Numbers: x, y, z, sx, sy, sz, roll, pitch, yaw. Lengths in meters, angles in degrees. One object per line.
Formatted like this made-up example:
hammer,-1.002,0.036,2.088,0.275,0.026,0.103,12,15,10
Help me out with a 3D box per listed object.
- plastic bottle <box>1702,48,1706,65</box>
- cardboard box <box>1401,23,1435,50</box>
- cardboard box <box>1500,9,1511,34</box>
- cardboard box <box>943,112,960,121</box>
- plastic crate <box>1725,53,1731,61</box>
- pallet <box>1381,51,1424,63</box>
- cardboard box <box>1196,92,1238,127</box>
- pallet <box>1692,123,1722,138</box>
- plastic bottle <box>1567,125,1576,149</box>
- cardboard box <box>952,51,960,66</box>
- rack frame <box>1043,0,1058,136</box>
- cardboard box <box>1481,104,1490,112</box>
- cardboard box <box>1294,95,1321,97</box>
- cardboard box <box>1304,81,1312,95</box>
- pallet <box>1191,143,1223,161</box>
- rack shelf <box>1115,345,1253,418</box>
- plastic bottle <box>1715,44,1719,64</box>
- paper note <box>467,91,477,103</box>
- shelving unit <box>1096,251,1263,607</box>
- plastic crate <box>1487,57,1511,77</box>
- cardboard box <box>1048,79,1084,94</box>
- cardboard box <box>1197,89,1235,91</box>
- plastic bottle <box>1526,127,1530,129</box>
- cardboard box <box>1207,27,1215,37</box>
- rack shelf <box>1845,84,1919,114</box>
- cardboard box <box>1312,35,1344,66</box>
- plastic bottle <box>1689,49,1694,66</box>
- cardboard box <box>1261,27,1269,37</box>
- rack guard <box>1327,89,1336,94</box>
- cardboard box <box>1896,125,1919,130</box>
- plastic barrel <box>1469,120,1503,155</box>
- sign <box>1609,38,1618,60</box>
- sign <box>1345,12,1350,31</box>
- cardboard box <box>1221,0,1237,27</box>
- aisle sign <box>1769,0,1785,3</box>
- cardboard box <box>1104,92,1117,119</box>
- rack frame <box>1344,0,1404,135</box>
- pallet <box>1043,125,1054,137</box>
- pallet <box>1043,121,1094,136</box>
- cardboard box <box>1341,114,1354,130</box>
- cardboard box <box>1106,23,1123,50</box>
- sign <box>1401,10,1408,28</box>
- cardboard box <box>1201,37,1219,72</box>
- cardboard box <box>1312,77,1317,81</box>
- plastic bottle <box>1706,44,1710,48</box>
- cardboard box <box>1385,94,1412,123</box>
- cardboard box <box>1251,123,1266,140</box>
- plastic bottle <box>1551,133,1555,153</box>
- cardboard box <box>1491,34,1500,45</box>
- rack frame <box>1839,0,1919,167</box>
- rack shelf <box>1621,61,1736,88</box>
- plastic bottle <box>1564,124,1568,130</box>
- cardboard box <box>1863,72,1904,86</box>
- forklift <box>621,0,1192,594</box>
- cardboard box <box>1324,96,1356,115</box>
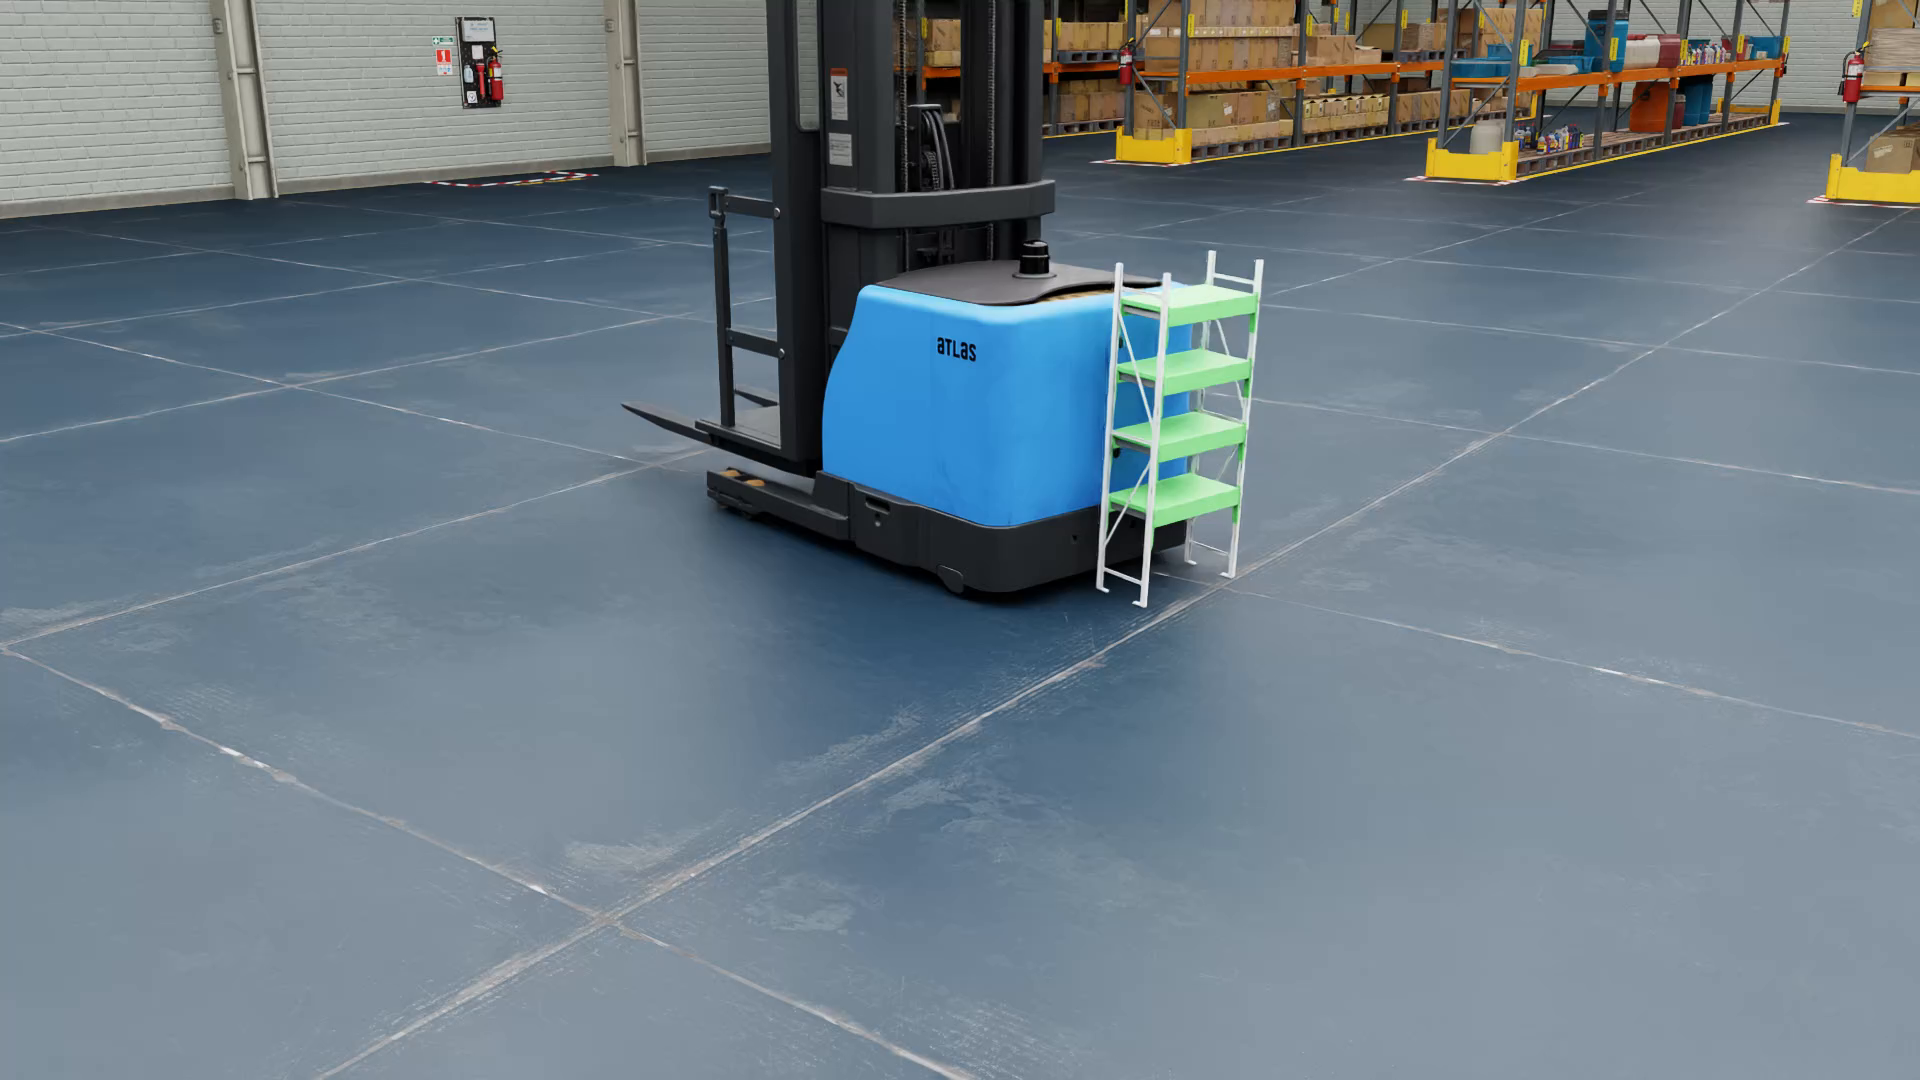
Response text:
plastic bottle,13.266,-8.629,29.669,0.061,0.283,0.133,12,21,35
cardboard box,8.703,-9.719,32.106,0.500,0.500,0.700,-15,23,-40
cardboard box,11.223,-10.902,34.939,0.500,0.500,0.500,12,21,33
cardboard box,-0.203,-7.296,28.973,0.500,0.311,0.500,15,22,39
plastic crate,14.471,-9.181,31.595,0.396,0.136,0.243,12,21,35
pallet,8.067,-9.199,31.631,1.213,0.211,1.003,12,21,35
cardboard box,4.035,-6.786,26.202,0.500,0.500,0.500,12,21,35
pallet,13.586,-7.685,31.135,1.003,0.211,1.213,12,21,35
plastic bottle,9.046,-5.983,24.676,0.144,0.351,0.185,11,20,32
cardboard box,-0.184,-8.210,28.343,0.500,0.250,0.500,12,21,33
rack frame,1.356,-9.038,30.791,1.000,3.000,0.127,12,21,35
cardboard box,11.034,-9.196,35.334,0.380,0.166,0.250,12,21,35
cardboard box,6.254,-7.829,29.879,0.500,0.311,0.500,12,21,34
cardboard box,7.871,-10.600,39.326,0.700,0.500,0.500,12,21,35
pallet,3.375,-6.069,25.931,1.003,0.211,1.213,12,21,35
rack shelf,0.793,-0.571,5.947,0.480,0.148,0.258,-15,25,-39
plastic bottle,13.794,-8.893,30.406,0.144,0.351,0.185,12,21,35
paper note,-6.544,-5.944,22.311,0.016,0.148,0.142,12,21,35
shelving unit,0.787,-0.405,6.005,0.503,1.200,0.258,-15,25,-39
plastic crate,7.378,-6.590,23.157,0.499,0.251,0.408,12,21,35
cardboard box,2.041,-8.697,31.899,0.500,0.250,0.500,12,21,34
cardboard box,4.213,-7.116,27.265,0.500,0.500,0.500,12,21,35
plastic bottle,8.600,-6.117,25.234,0.152,0.276,0.135,13,22,37
cardboard box,3.665,-7.747,25.369,0.380,0.149,0.250,13,21,35
rack shelf,12.098,-5.593,20.908,1.077,0.370,4.000,12,21,35
cardboard box,6.419,-8.636,29.328,0.500,0.500,0.500,12,21,35
plastic bottle,12.743,-8.420,28.996,0.061,0.283,0.133,12,21,35
cardboard box,4.739,-8.177,26.754,0.380,0.149,0.250,12,21,34
rack guard,8.520,-10.708,40.384,1.175,0.500,0.348,12,21,35
cardboard box,12.684,-5.193,21.916,0.500,0.500,0.500,-12,21,-33
plastic barrel,7.260,-5.518,22.941,0.421,0.512,0.421,0,17,0
sign,9.747,-7.320,24.791,0.100,0.325,0.005,12,21,35
sign,7.278,-9.725,31.185,0.100,0.325,0.005,12,21,35
cardboard box,3.882,-8.246,25.885,0.700,0.500,0.500,13,21,35
aisle sign,16.740,-11.353,33.860,0.394,0.787,0.004,12,21,35
cardboard box,2.678,-8.601,32.857,0.700,0.500,0.500,12,21,34
rack frame,7.720,-9.117,31.043,1.000,3.000,0.127,12,21,35
pallet,0.984,-7.540,30.670,1.003,0.211,1.213,12,21,35
pallet,1.818,-7.892,31.803,1.003,0.211,1.213,12,21,35
cardboard box,6.691,-7.470,29.669,0.500,0.250,0.500,13,21,36
cardboard box,2.743,-9.835,32.445,0.700,0.500,0.500,12,21,35
sign,8.167,-9.572,30.558,0.100,0.325,0.005,12,21,35
cardboard box,3.550,-7.494,25.649,0.700,0.500,0.500,13,22,36
cardboard box,8.239,-10.966,39.411,0.380,0.149,0.250,12,21,34
plastic bottle,13.678,-8.918,30.488,0.144,0.351,0.185,12,21,35
cardboard box,8.220,-8.191,31.535,0.500,0.500,0.500,14,22,37
cardboard box,4.644,-6.663,27.071,0.500,0.250,0.500,12,21,35
plastic bottle,8.523,-5.724,23.978,0.097,0.271,0.097,0,17,0
cardboard box,10.928,-10.313,34.727,0.500,0.500,0.500,13,21,36
rack frame,10.907,-5.460,19.267,1.000,3.000,0.127,12,21,35
rack shelf,12.887,-8.373,29.862,1.077,0.370,4.000,12,21,35
plastic bottle,9.044,-6.054,24.905,0.144,0.351,0.185,12,21,35
cardboard box,10.911,-5.444,19.641,0.380,0.149,0.250,12,21,35
forklift,-0.438,-1.575,6.874,1.130,2.935,3.031,-14,22,-38
cardboard box,6.698,-7.740,29.593,0.500,0.311,0.500,13,22,36
